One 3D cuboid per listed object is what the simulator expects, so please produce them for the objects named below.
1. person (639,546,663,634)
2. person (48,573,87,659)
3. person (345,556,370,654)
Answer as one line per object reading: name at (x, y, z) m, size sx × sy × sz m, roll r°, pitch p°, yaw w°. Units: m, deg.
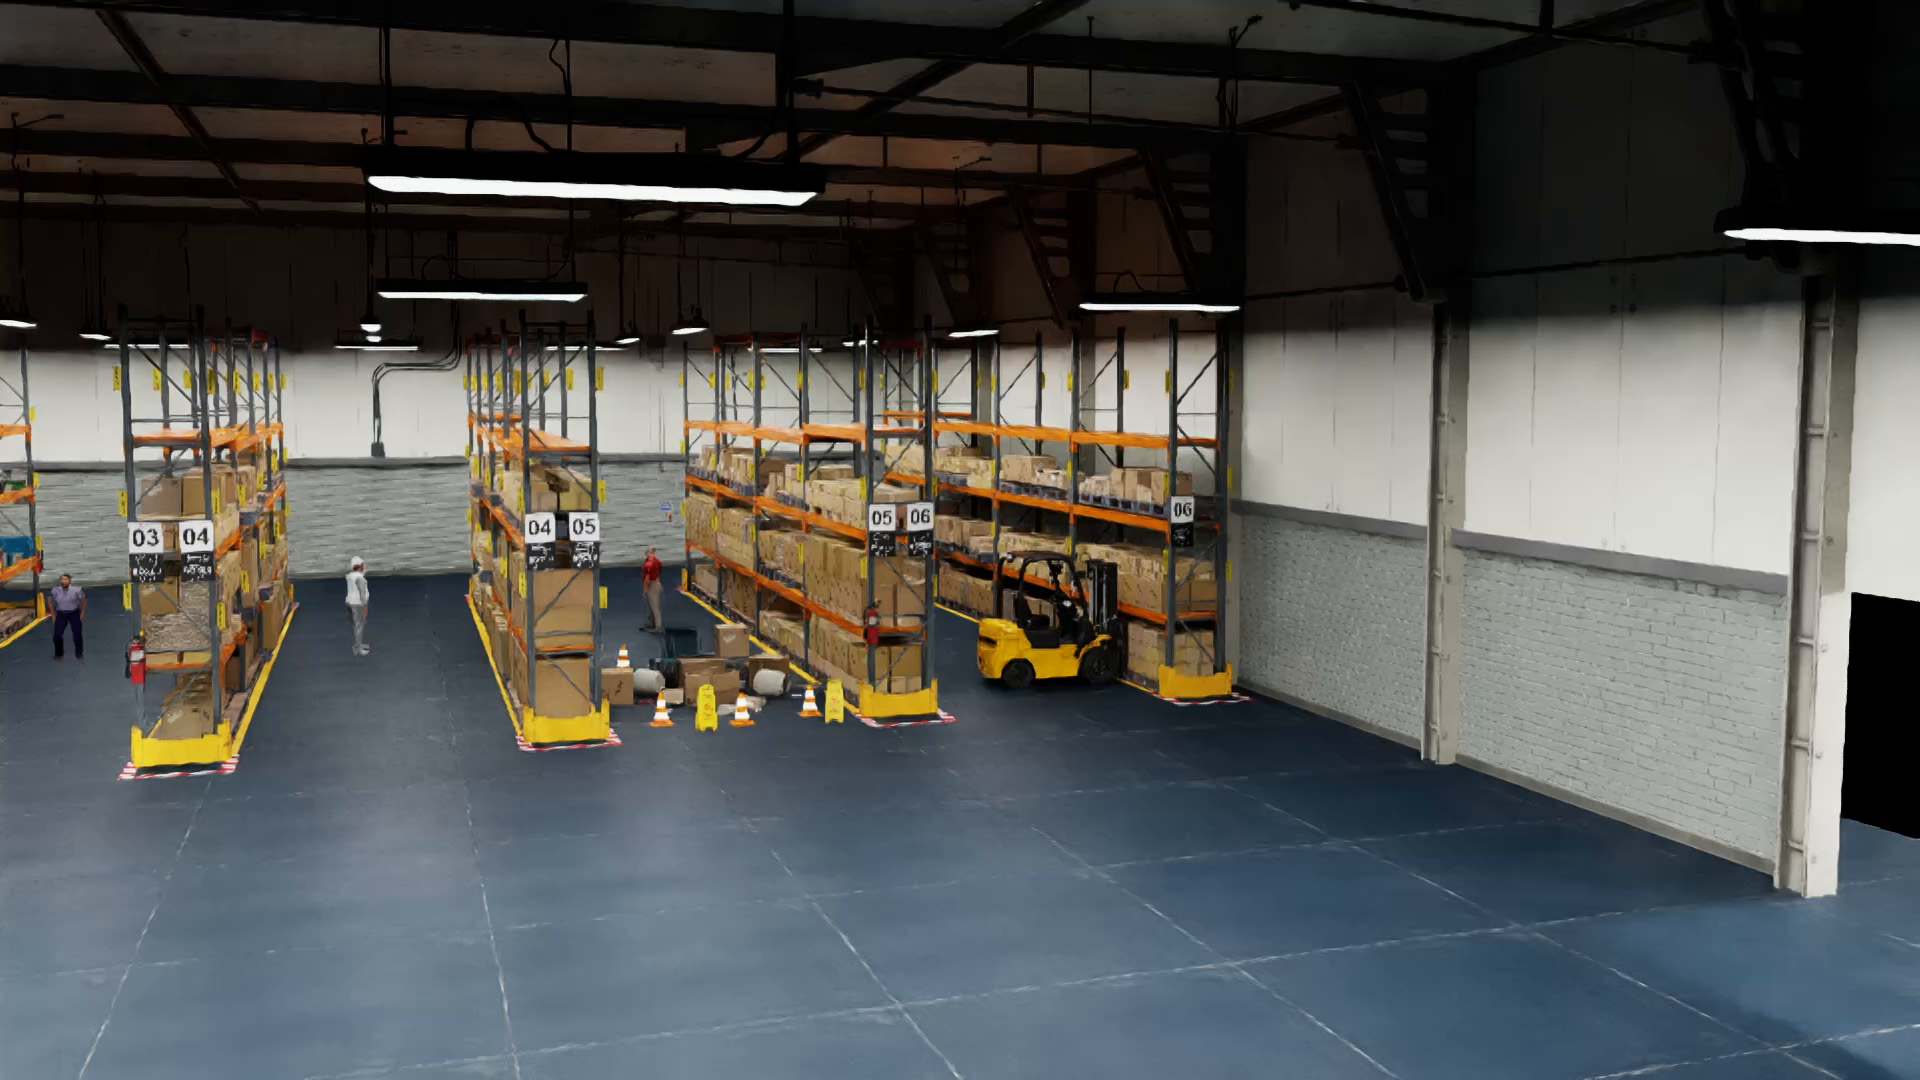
person at (-6.189, 0.977, 33.249) m, size 0.587 × 1.720 × 0.644 m, roll 1°, pitch 5°, yaw 7°
person at (-16.094, 1.373, 29.999) m, size 0.625 × 1.596 × 0.517 m, roll -2°, pitch 6°, yaw -21°
person at (-11.085, 1.188, 30.733) m, size 0.463 × 1.782 × 0.598 m, roll -5°, pitch 8°, yaw -44°
